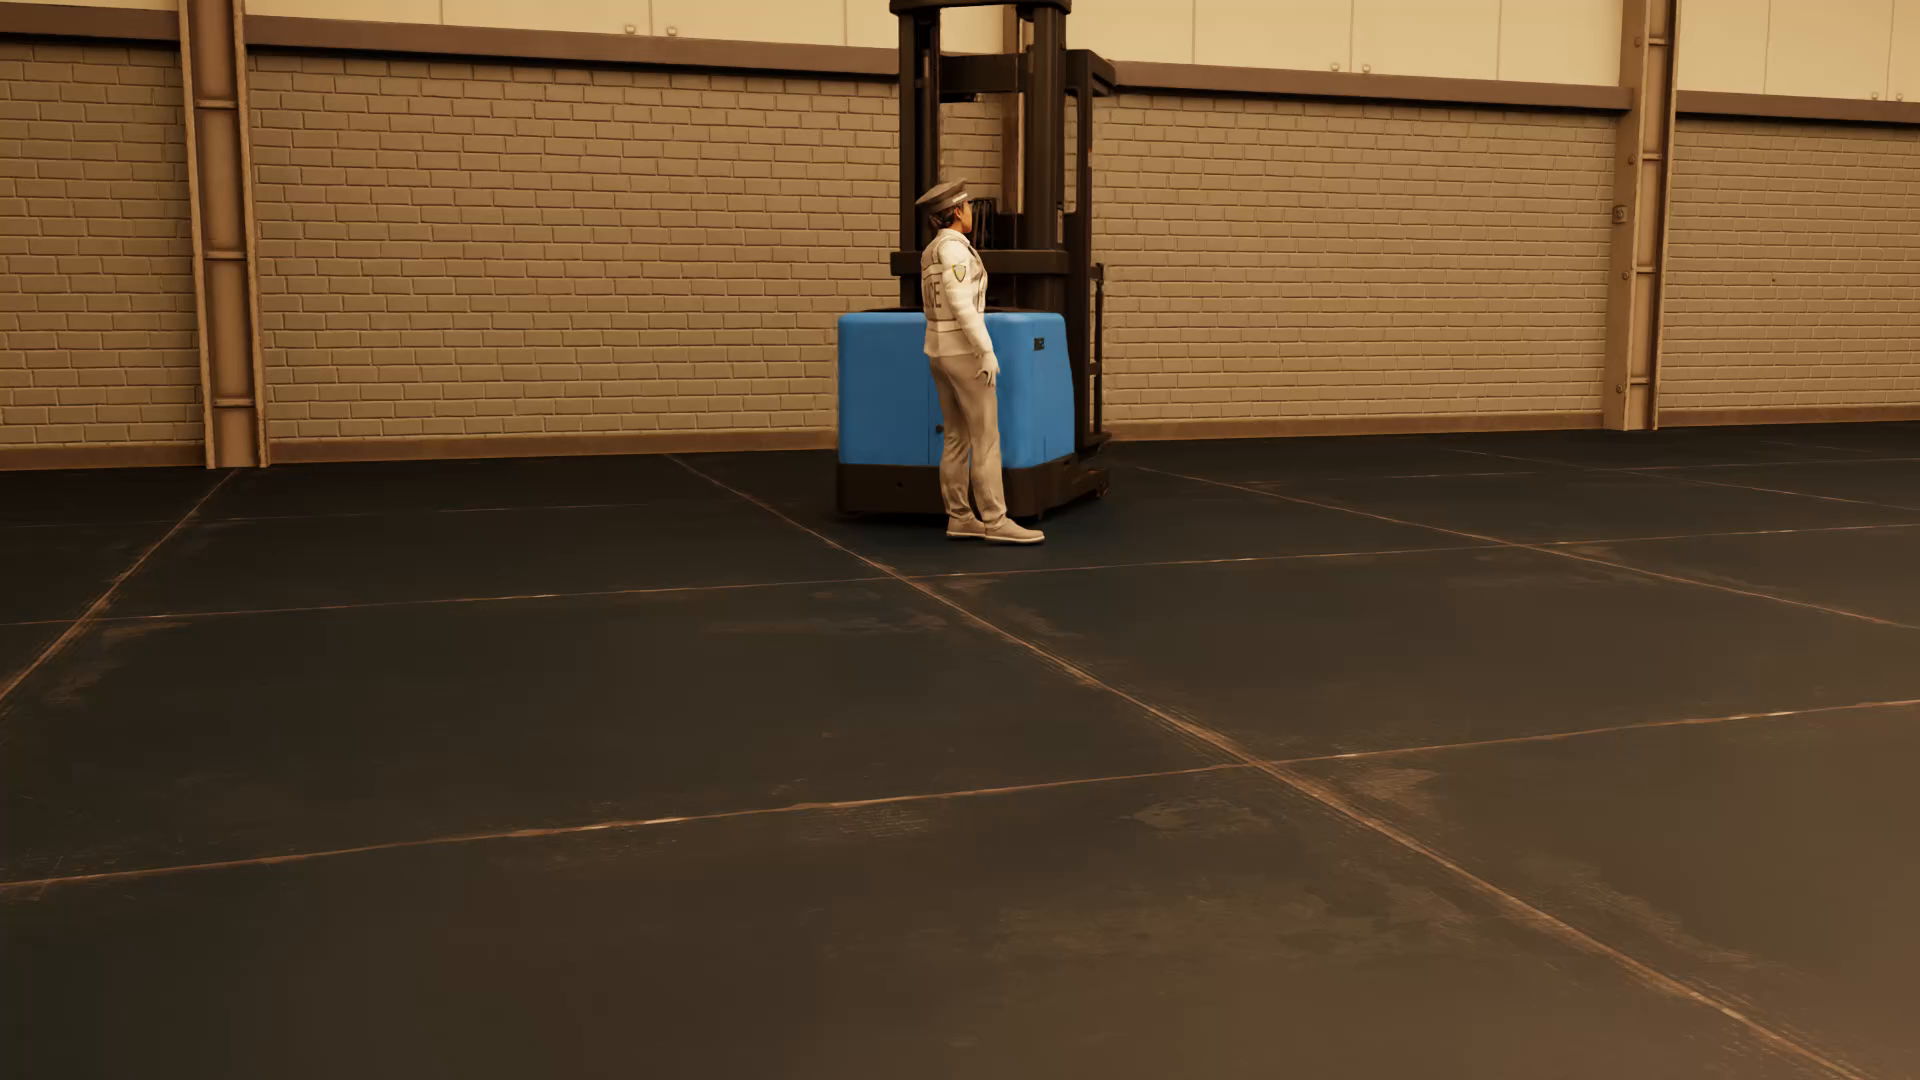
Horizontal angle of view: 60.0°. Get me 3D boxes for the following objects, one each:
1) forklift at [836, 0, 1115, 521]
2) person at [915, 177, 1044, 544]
[{"bbox_3d":[0.268,-1.707,9.603,1.130,2.935,3.031,2,8,16],"label":"forklift"},{"bbox_3d":[0.068,-0.849,7.824,0.530,1.694,0.586,-3,8,-18],"label":"person"}]
